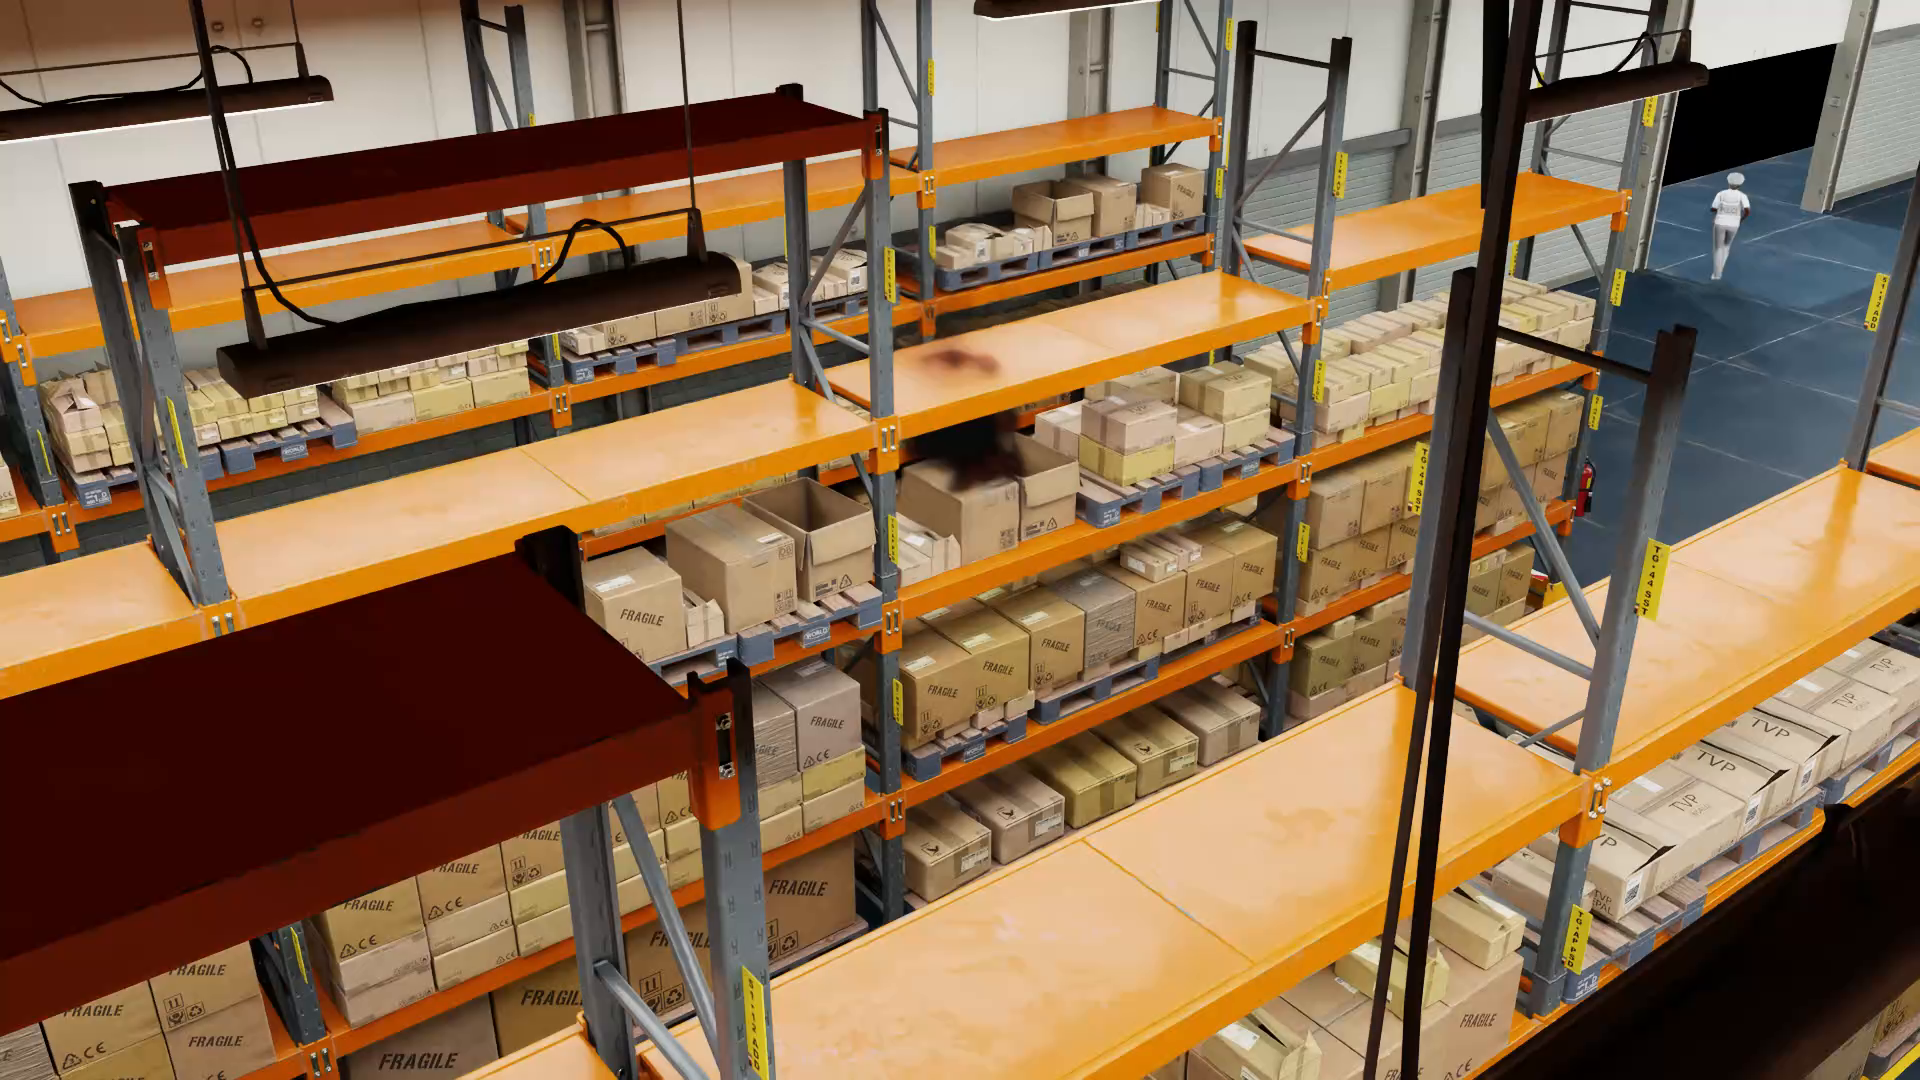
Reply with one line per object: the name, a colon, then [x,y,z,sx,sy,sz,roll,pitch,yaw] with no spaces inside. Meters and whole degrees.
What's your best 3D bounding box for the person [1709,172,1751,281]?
person: [12.056,-4.904,26.196,0.560,1.744,0.731,7,27,14]
